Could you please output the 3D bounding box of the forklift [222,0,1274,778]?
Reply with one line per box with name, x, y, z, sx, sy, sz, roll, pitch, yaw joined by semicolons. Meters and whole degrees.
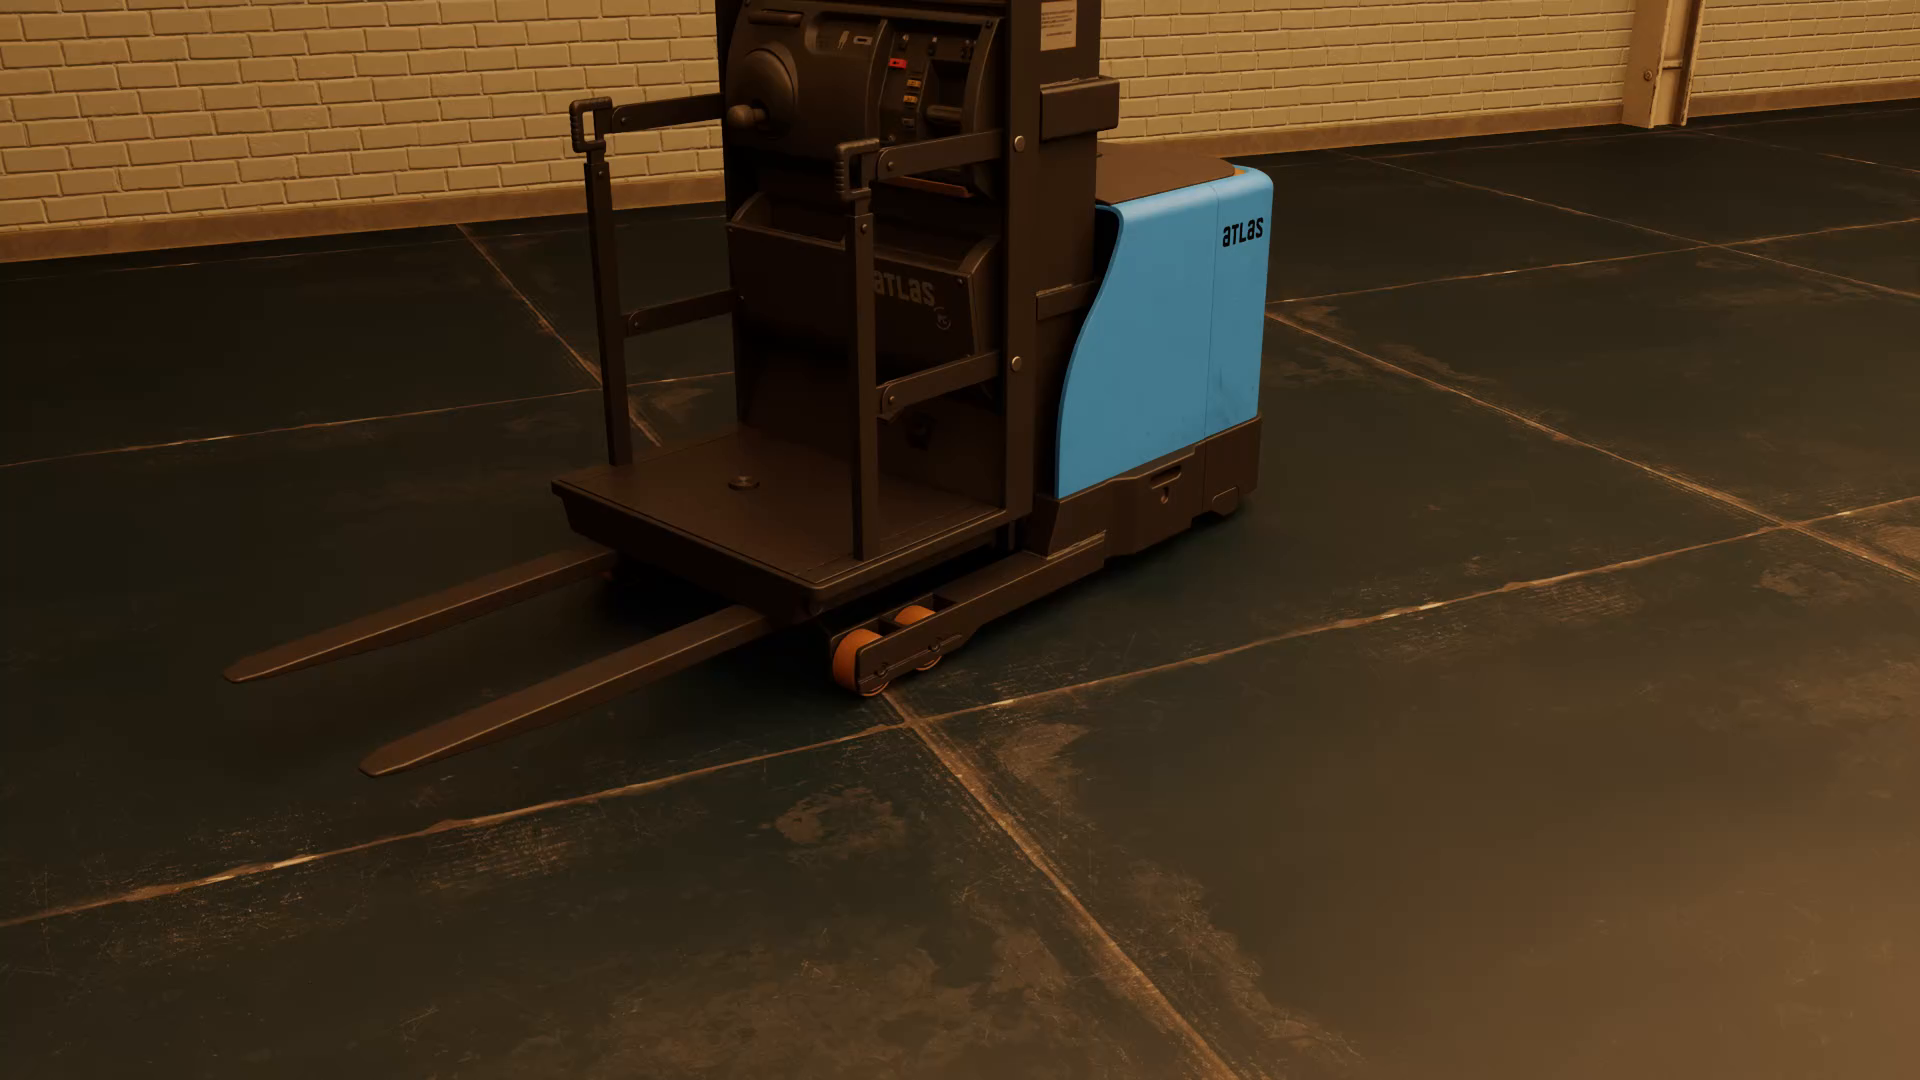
forklift;-0.413;-1.182;4.131;1.130;2.935;3.031;19;29;39
